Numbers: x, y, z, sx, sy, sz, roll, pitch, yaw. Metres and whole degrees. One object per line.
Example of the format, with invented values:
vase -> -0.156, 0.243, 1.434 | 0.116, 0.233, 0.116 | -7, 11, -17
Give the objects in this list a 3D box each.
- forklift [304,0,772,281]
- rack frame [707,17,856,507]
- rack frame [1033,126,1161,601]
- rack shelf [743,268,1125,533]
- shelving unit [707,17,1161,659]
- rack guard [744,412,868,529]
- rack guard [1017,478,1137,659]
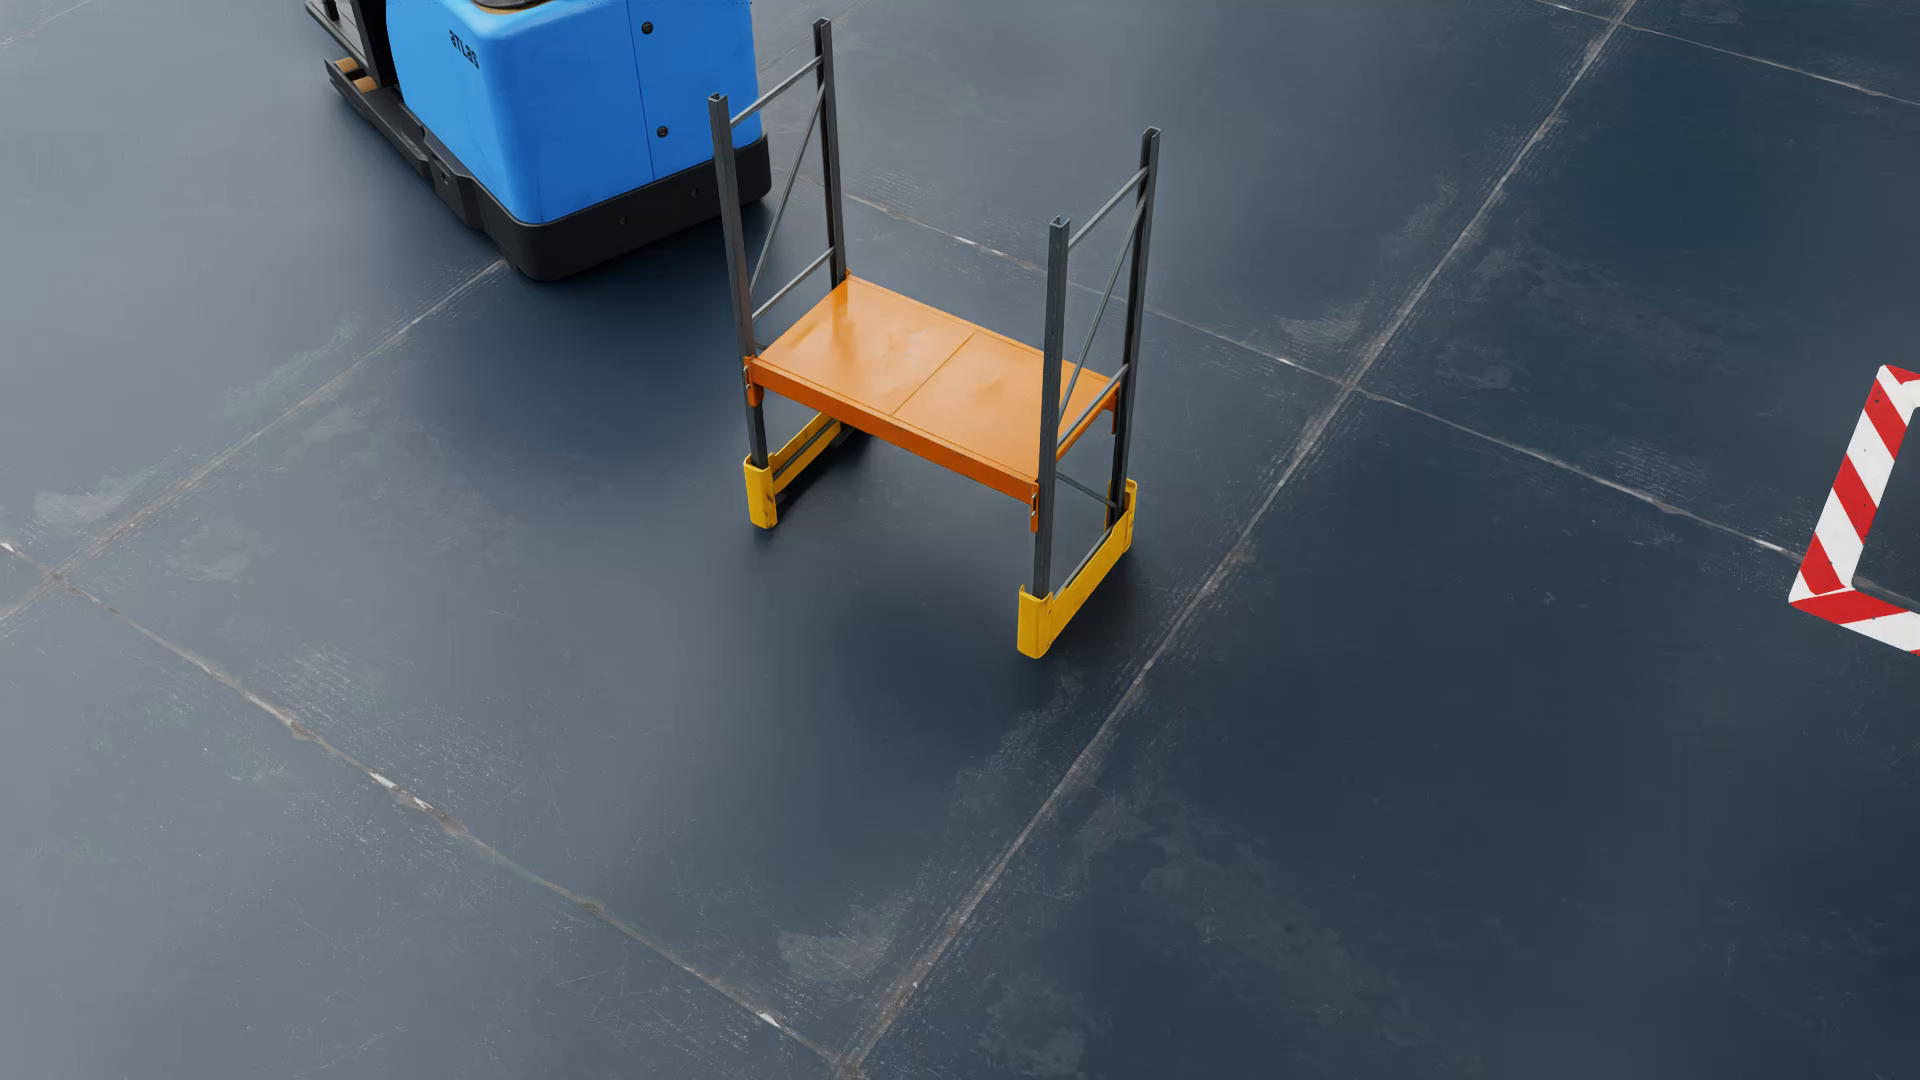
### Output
forklift -> -2.022, -2.979, 6.102 | 1.130, 2.935, 3.031 | -28, 52, -25
rack frame -> -0.500, -0.753, 4.935 | 0.032, 1.500, 0.500 | 25, 51, 22
rack frame -> 0.356, -0.359, 4.553 | 0.032, 1.500, 0.500 | 25, 51, 22
rack shelf -> -0.072, -0.430, 4.873 | 1.000, 0.185, 0.538 | 25, 51, 22
shelving unit -> -0.064, -0.552, 4.741 | 1.083, 1.500, 0.587 | 25, 51, 22
rack guard -> -0.483, -0.309, 5.376 | 0.087, 0.250, 0.587 | 25, 51, 22
rack guard -> 0.355, 0.076, 5.002 | 0.087, 0.250, 0.587 | 25, 51, 22
